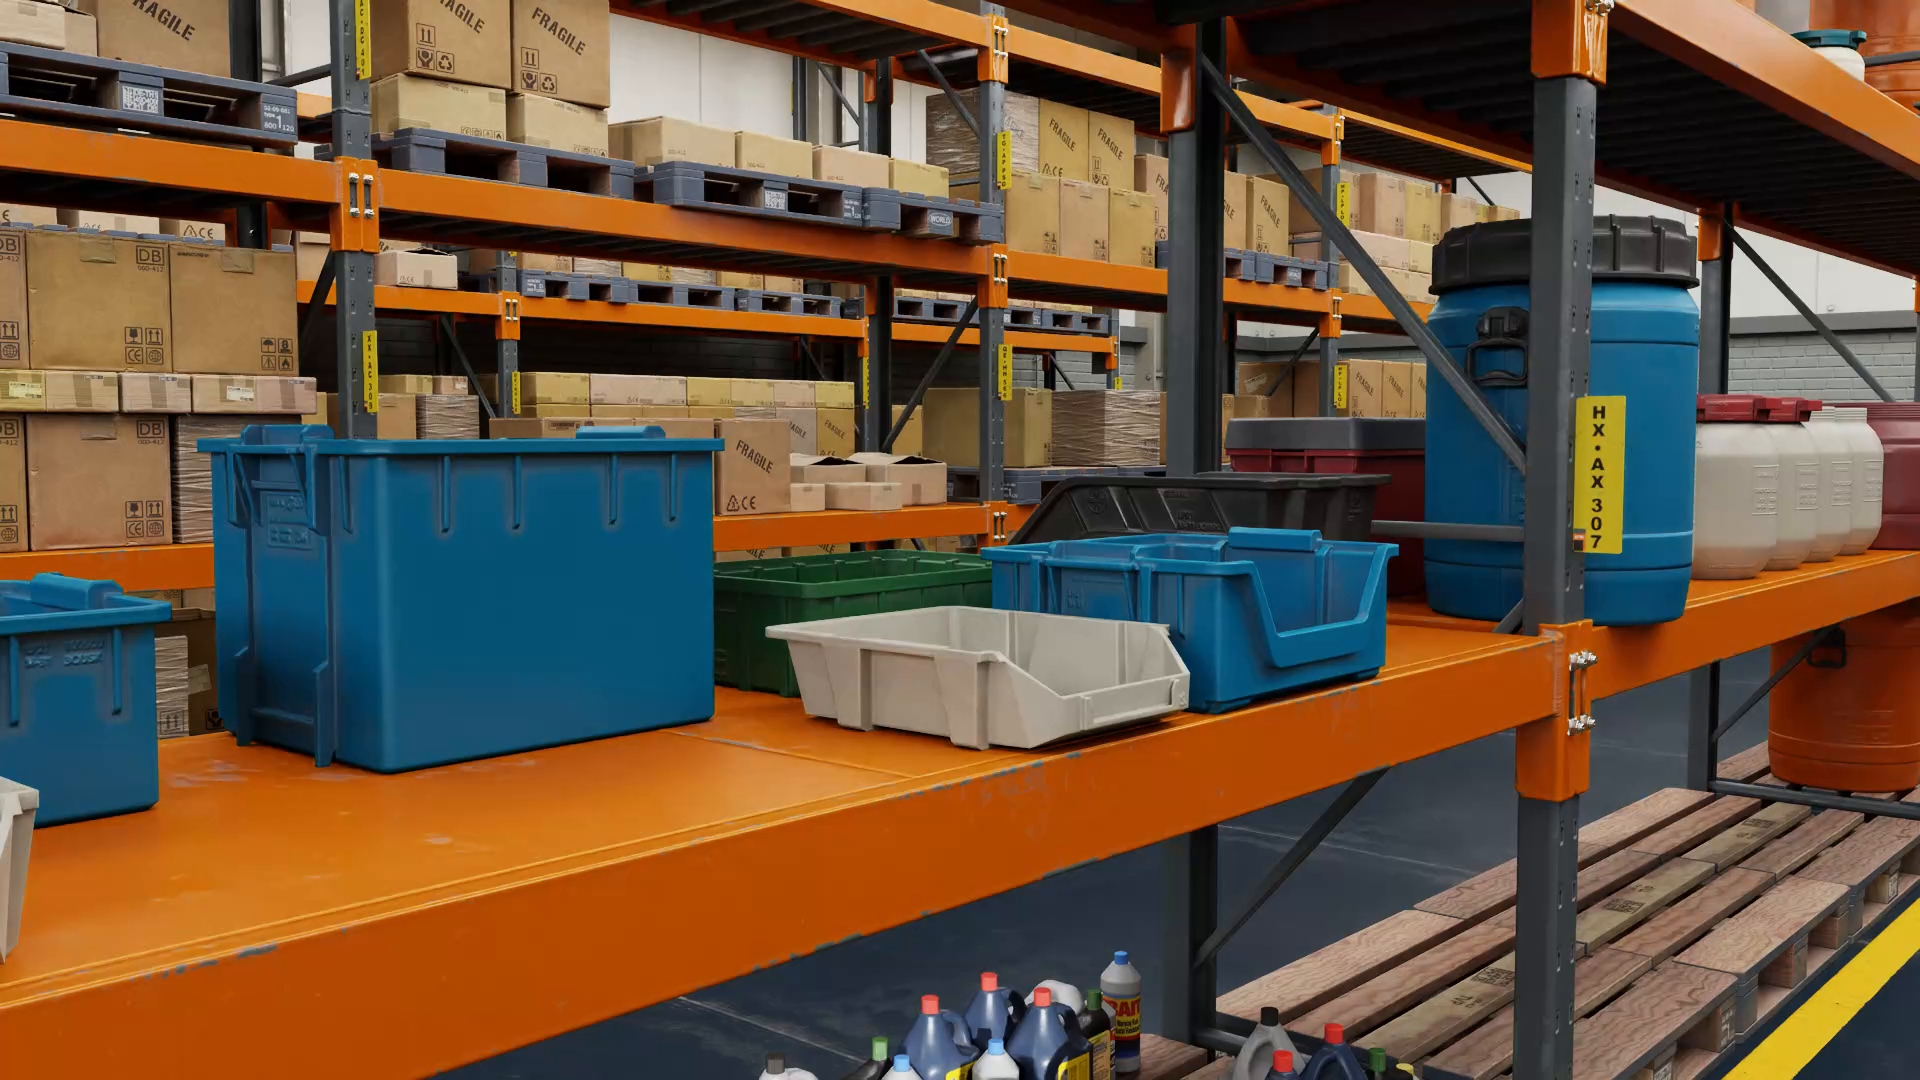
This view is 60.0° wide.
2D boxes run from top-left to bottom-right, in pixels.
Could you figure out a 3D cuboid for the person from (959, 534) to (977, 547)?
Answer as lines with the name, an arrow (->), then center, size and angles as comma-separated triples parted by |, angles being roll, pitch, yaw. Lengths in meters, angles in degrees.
person -> 0.182, -0.116, 15.797 | 0.507, 1.659, 0.392 | 3, 5, 41
